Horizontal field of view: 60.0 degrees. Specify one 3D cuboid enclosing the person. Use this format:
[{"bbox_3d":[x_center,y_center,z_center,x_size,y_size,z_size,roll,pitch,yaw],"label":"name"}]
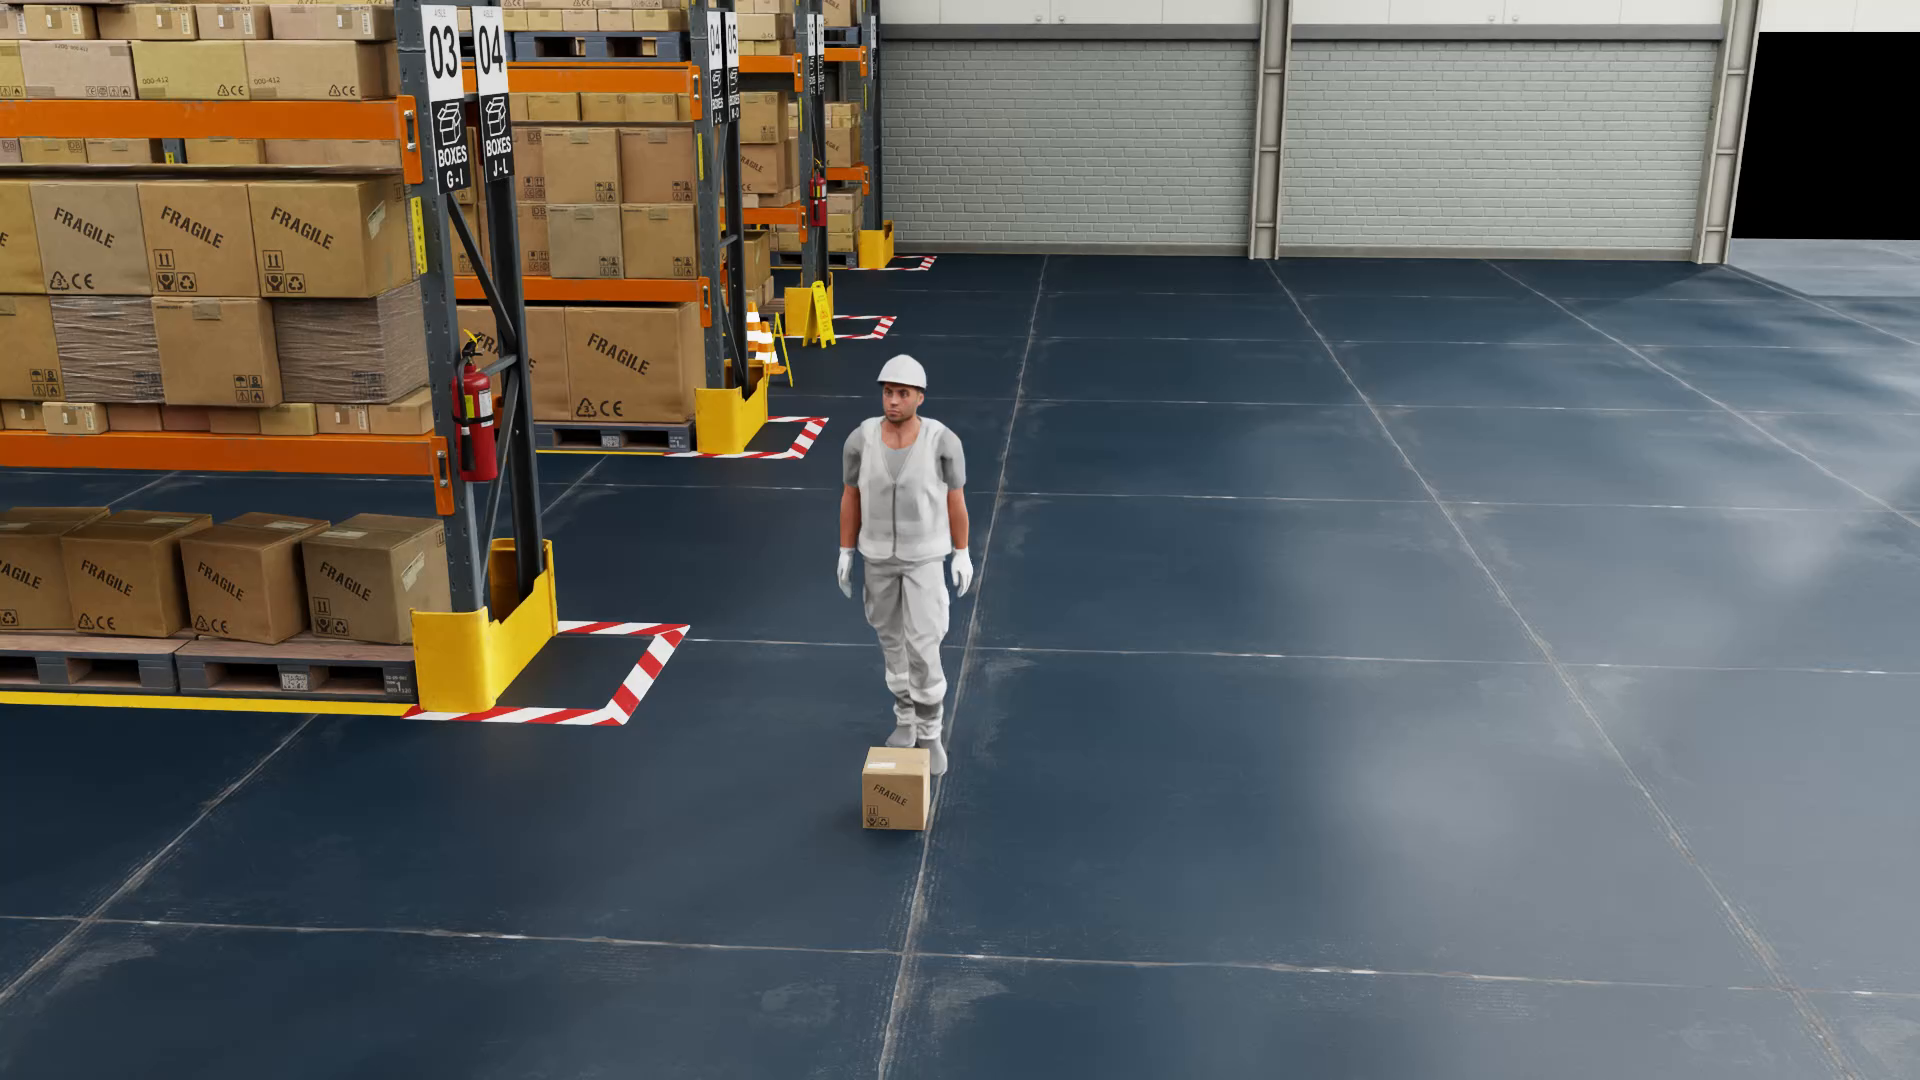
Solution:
[{"bbox_3d":[-0.245,0.105,7.166,0.560,1.822,0.462,5,18,14],"label":"person"}]
